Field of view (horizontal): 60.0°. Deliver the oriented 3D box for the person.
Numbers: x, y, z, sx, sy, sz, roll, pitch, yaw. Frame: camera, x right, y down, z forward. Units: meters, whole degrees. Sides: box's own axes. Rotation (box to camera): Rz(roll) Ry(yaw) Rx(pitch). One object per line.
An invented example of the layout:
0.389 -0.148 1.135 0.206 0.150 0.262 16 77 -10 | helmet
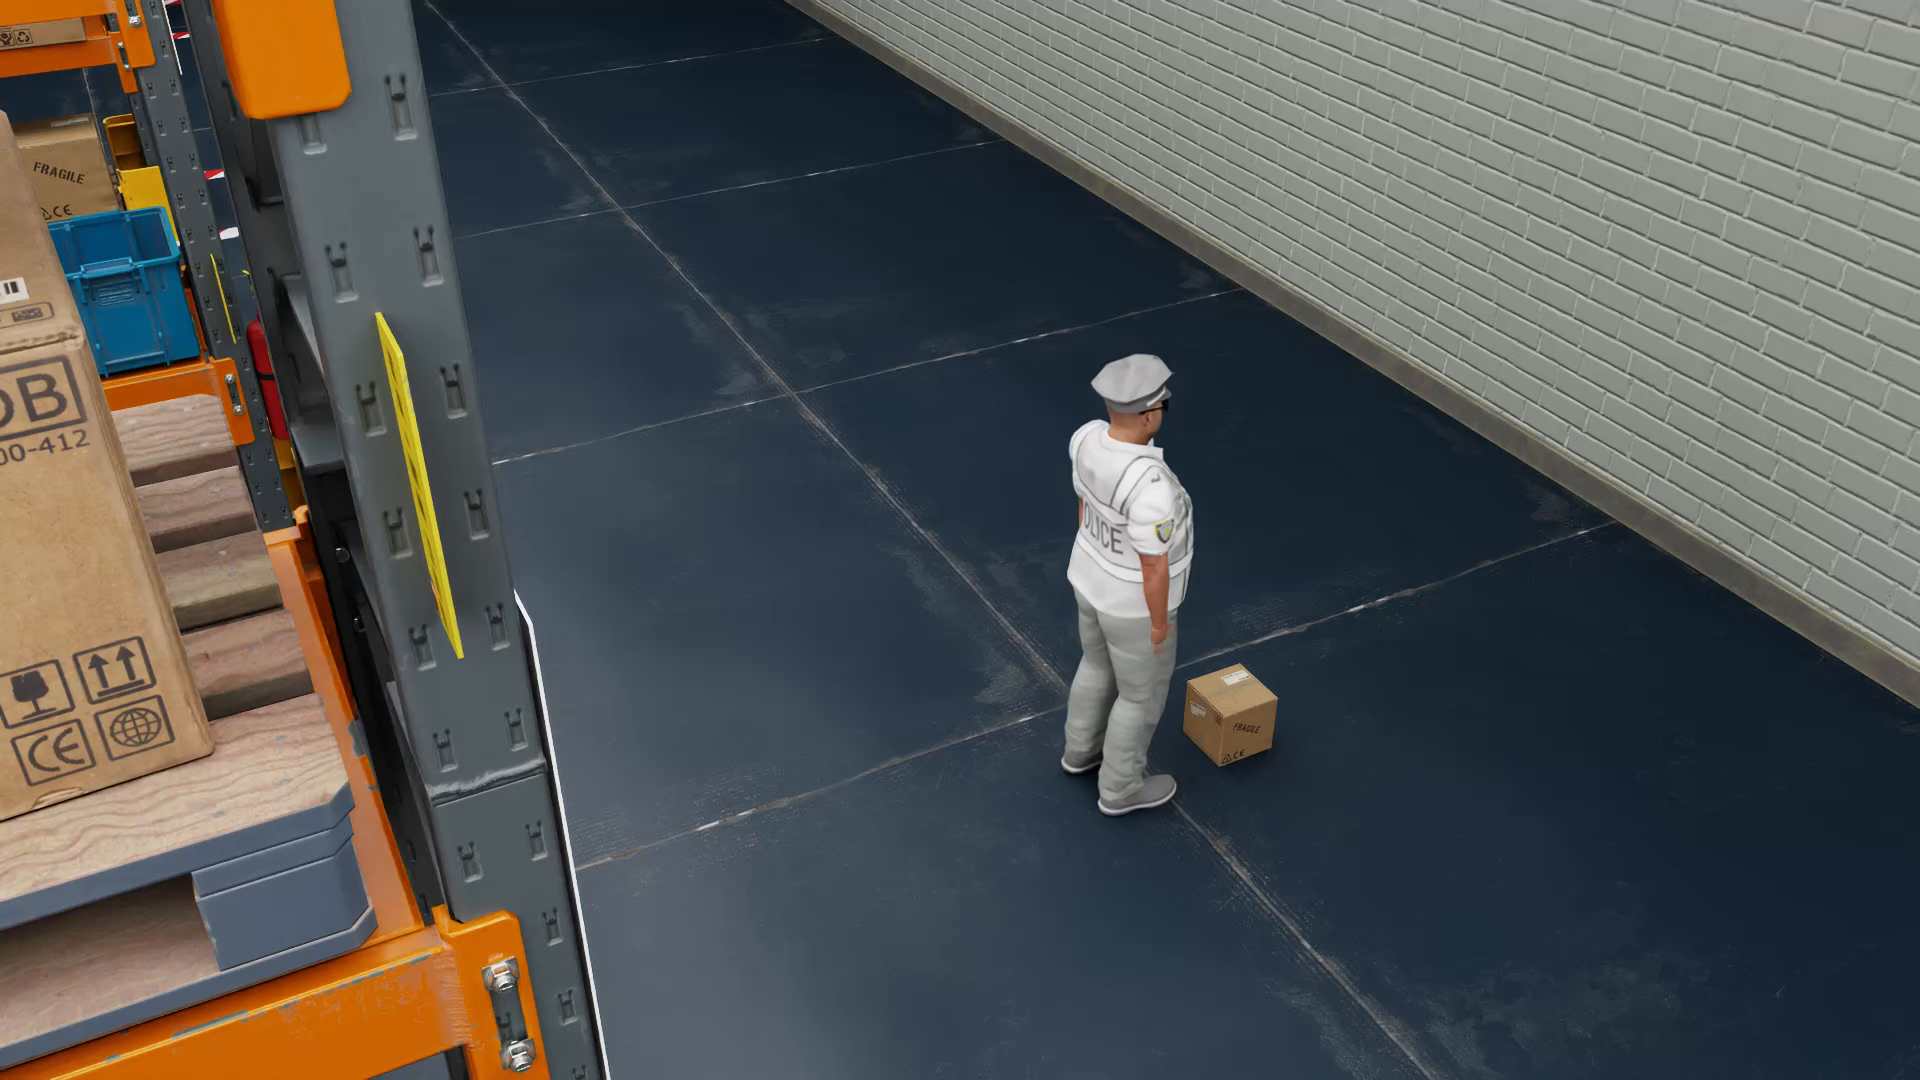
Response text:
0.596 0.165 5.871 0.395 1.761 0.527 -15 36 -22 | person
